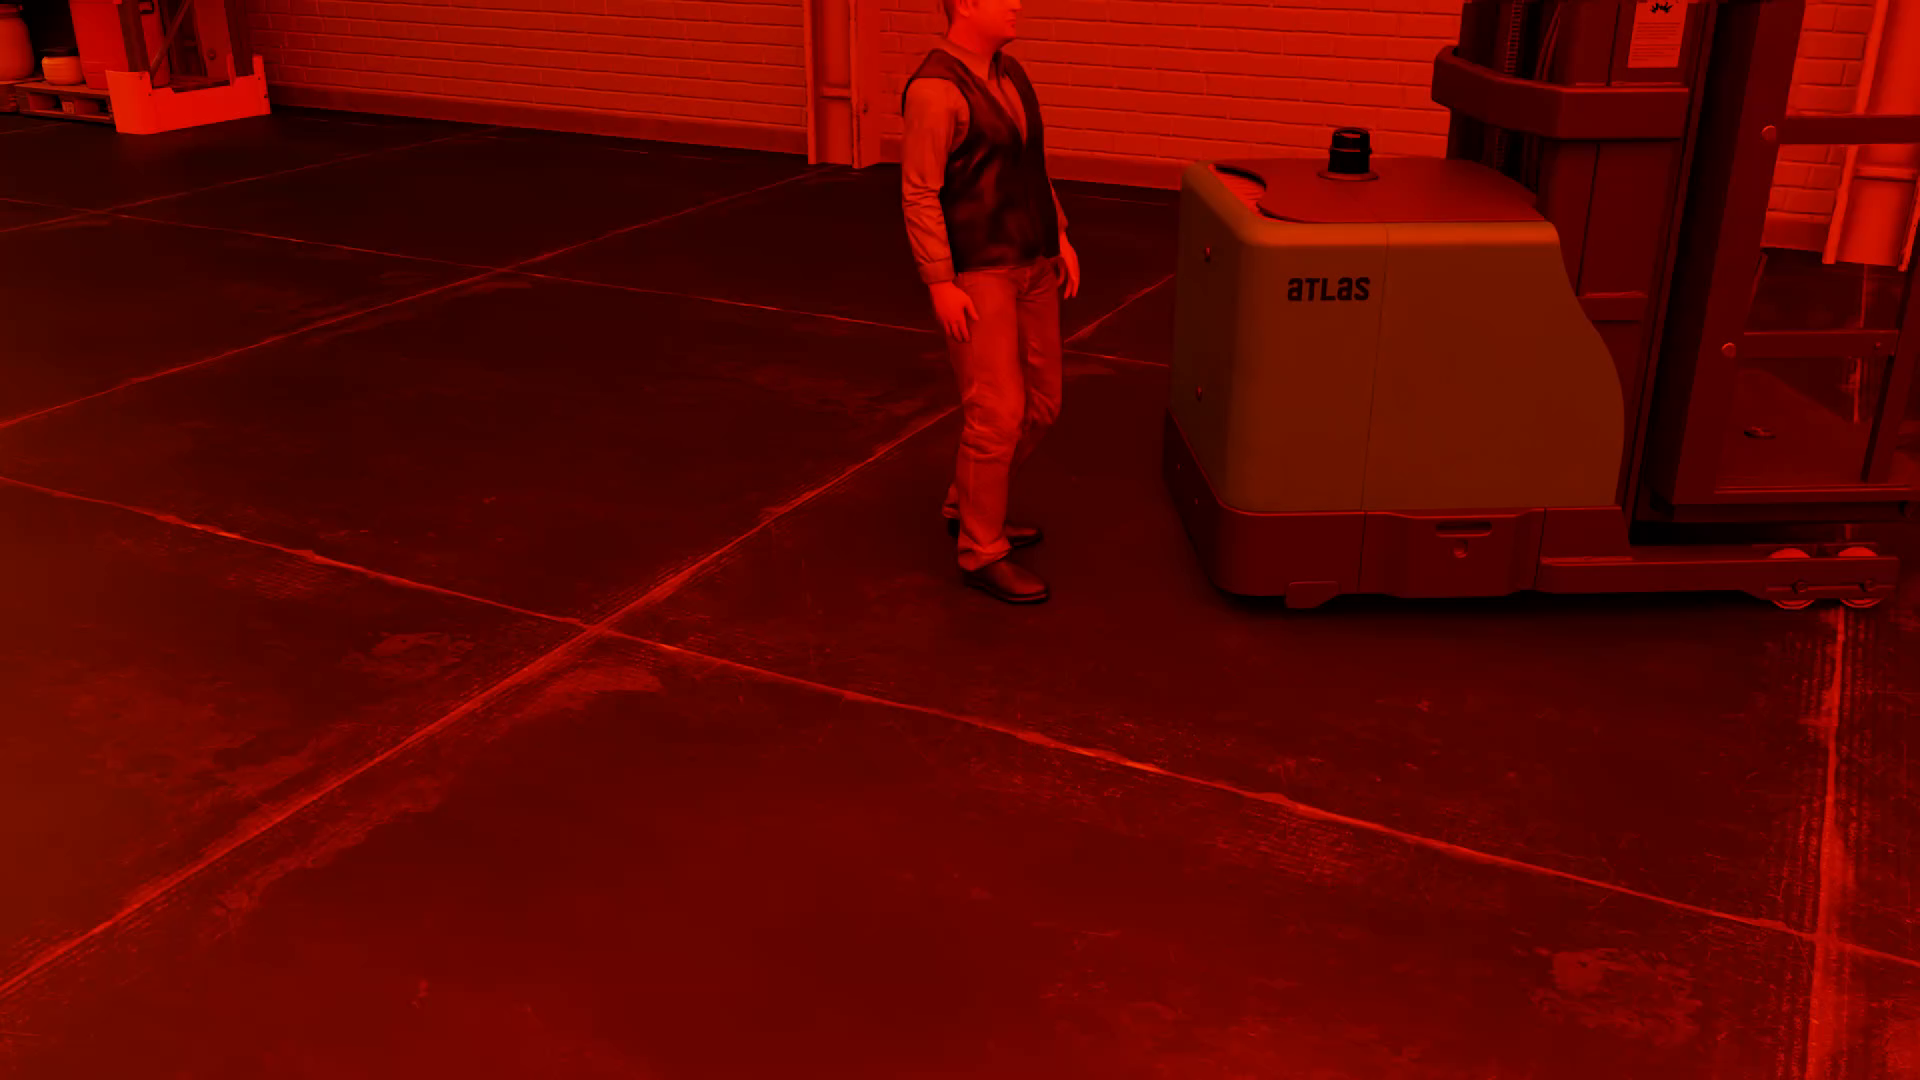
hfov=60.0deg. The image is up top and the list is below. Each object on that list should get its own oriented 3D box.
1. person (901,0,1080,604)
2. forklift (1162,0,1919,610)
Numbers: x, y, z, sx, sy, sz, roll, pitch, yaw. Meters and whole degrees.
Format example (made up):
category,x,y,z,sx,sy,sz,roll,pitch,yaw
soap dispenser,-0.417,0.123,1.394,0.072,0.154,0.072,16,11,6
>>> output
category,x,y,z,sx,sy,sz,roll,pitch,yaw
person,0.142,-0.730,4.648,0.577,1.705,0.670,14,27,31
forklift,2.190,-1.363,4.525,3.031,2.935,1.130,-1,23,-3
